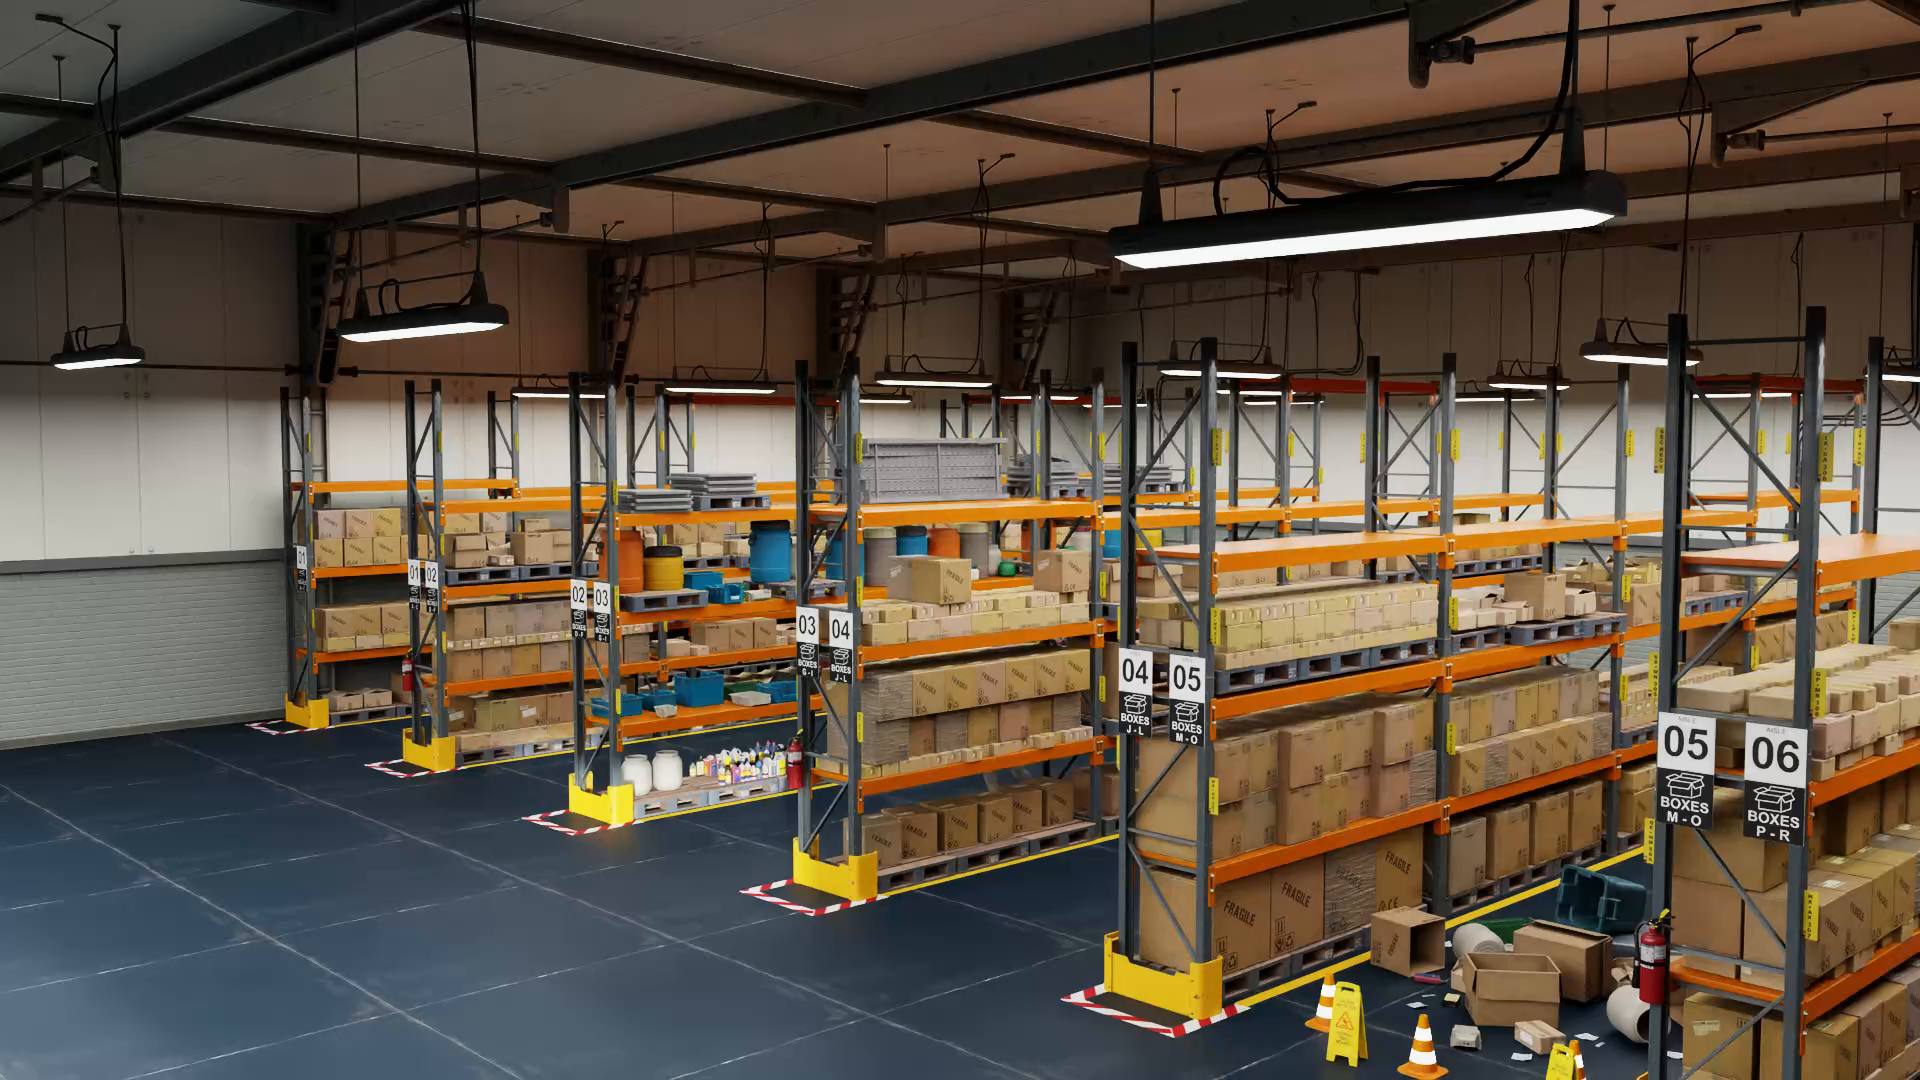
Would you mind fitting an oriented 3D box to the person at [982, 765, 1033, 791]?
[{"bbox_3d":[0.667,2.875,23.004,1.078,1.594,0.716,-2,4,-29],"label":"person"}]

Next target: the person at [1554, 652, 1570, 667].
[{"bbox_3d":[11.150,2.369,31.023,0.481,1.690,0.720,-2,4,-24],"label":"person"}]
